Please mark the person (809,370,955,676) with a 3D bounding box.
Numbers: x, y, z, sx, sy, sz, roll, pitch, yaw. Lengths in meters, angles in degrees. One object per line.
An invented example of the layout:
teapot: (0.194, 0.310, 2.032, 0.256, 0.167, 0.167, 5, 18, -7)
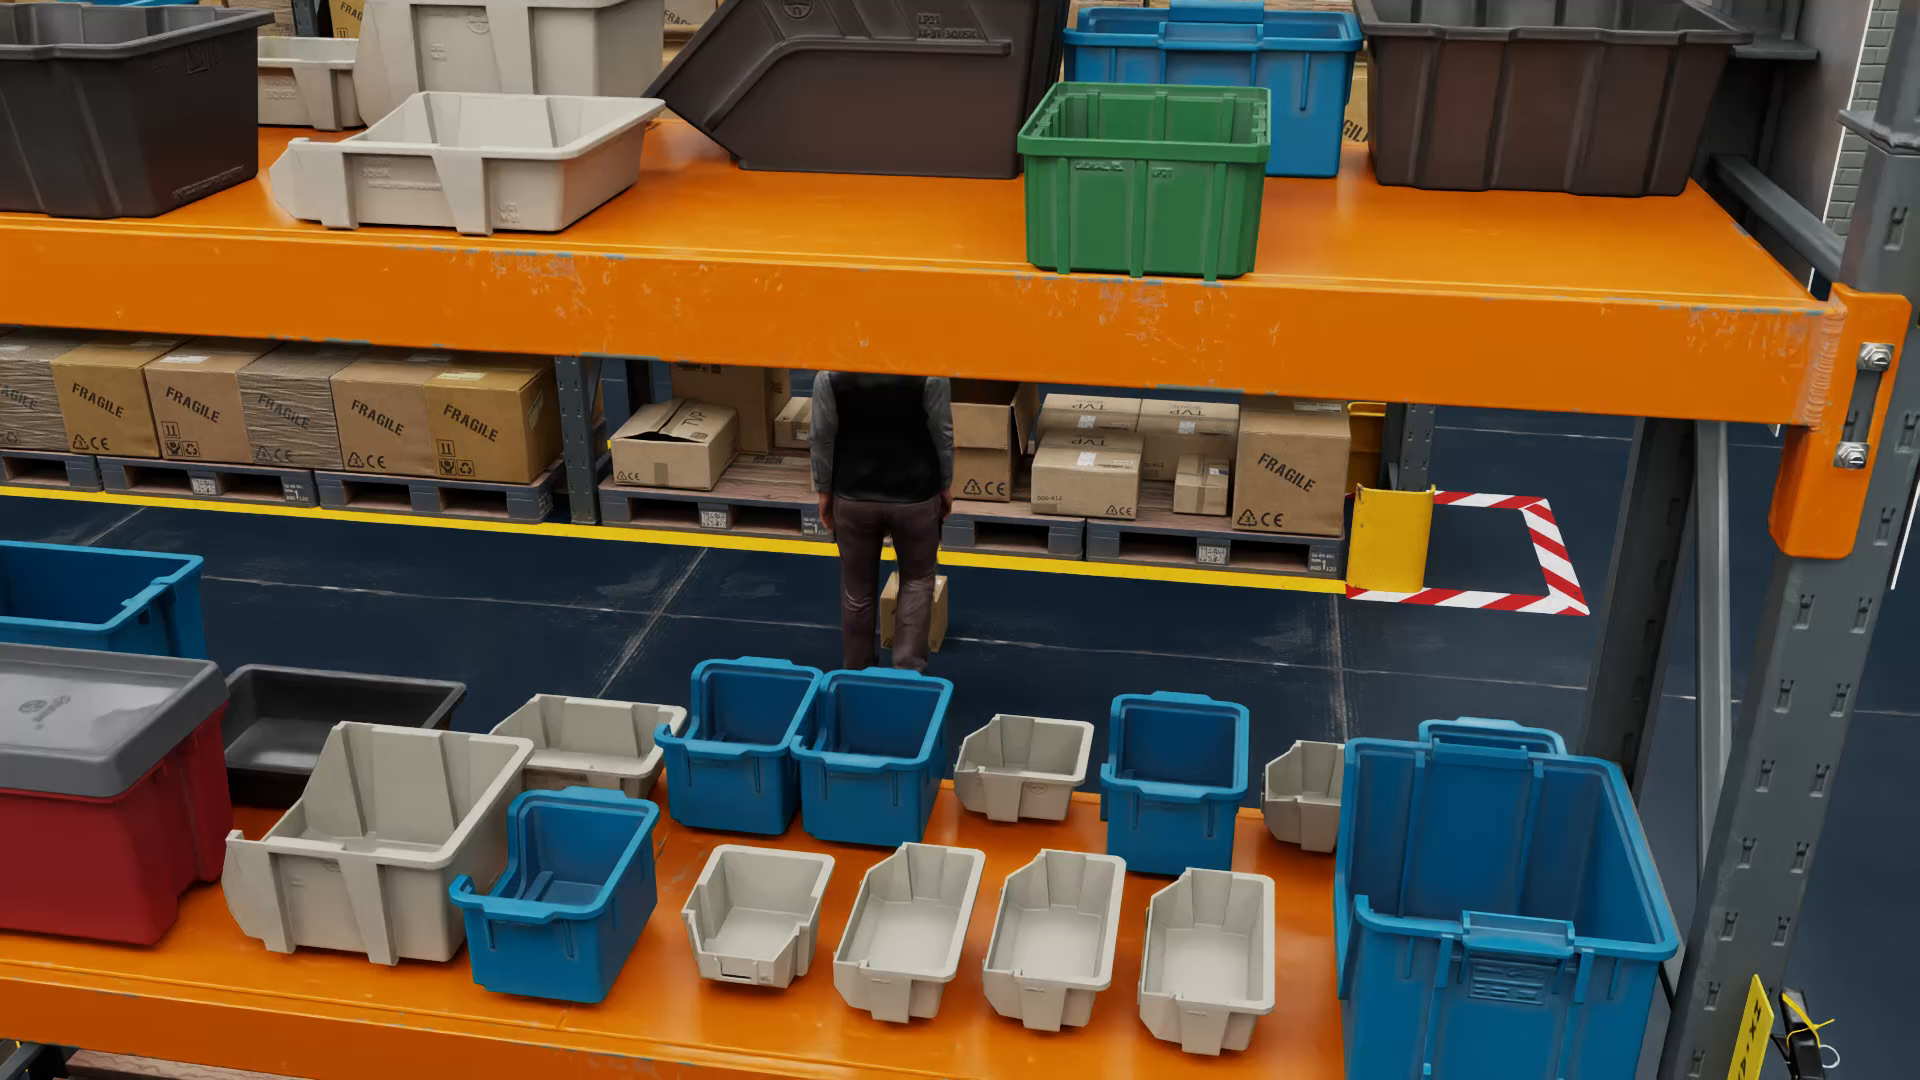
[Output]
person: (-0.295, -0.165, 6.471, 0.552, 1.731, 0.463, 1, 25, 2)
